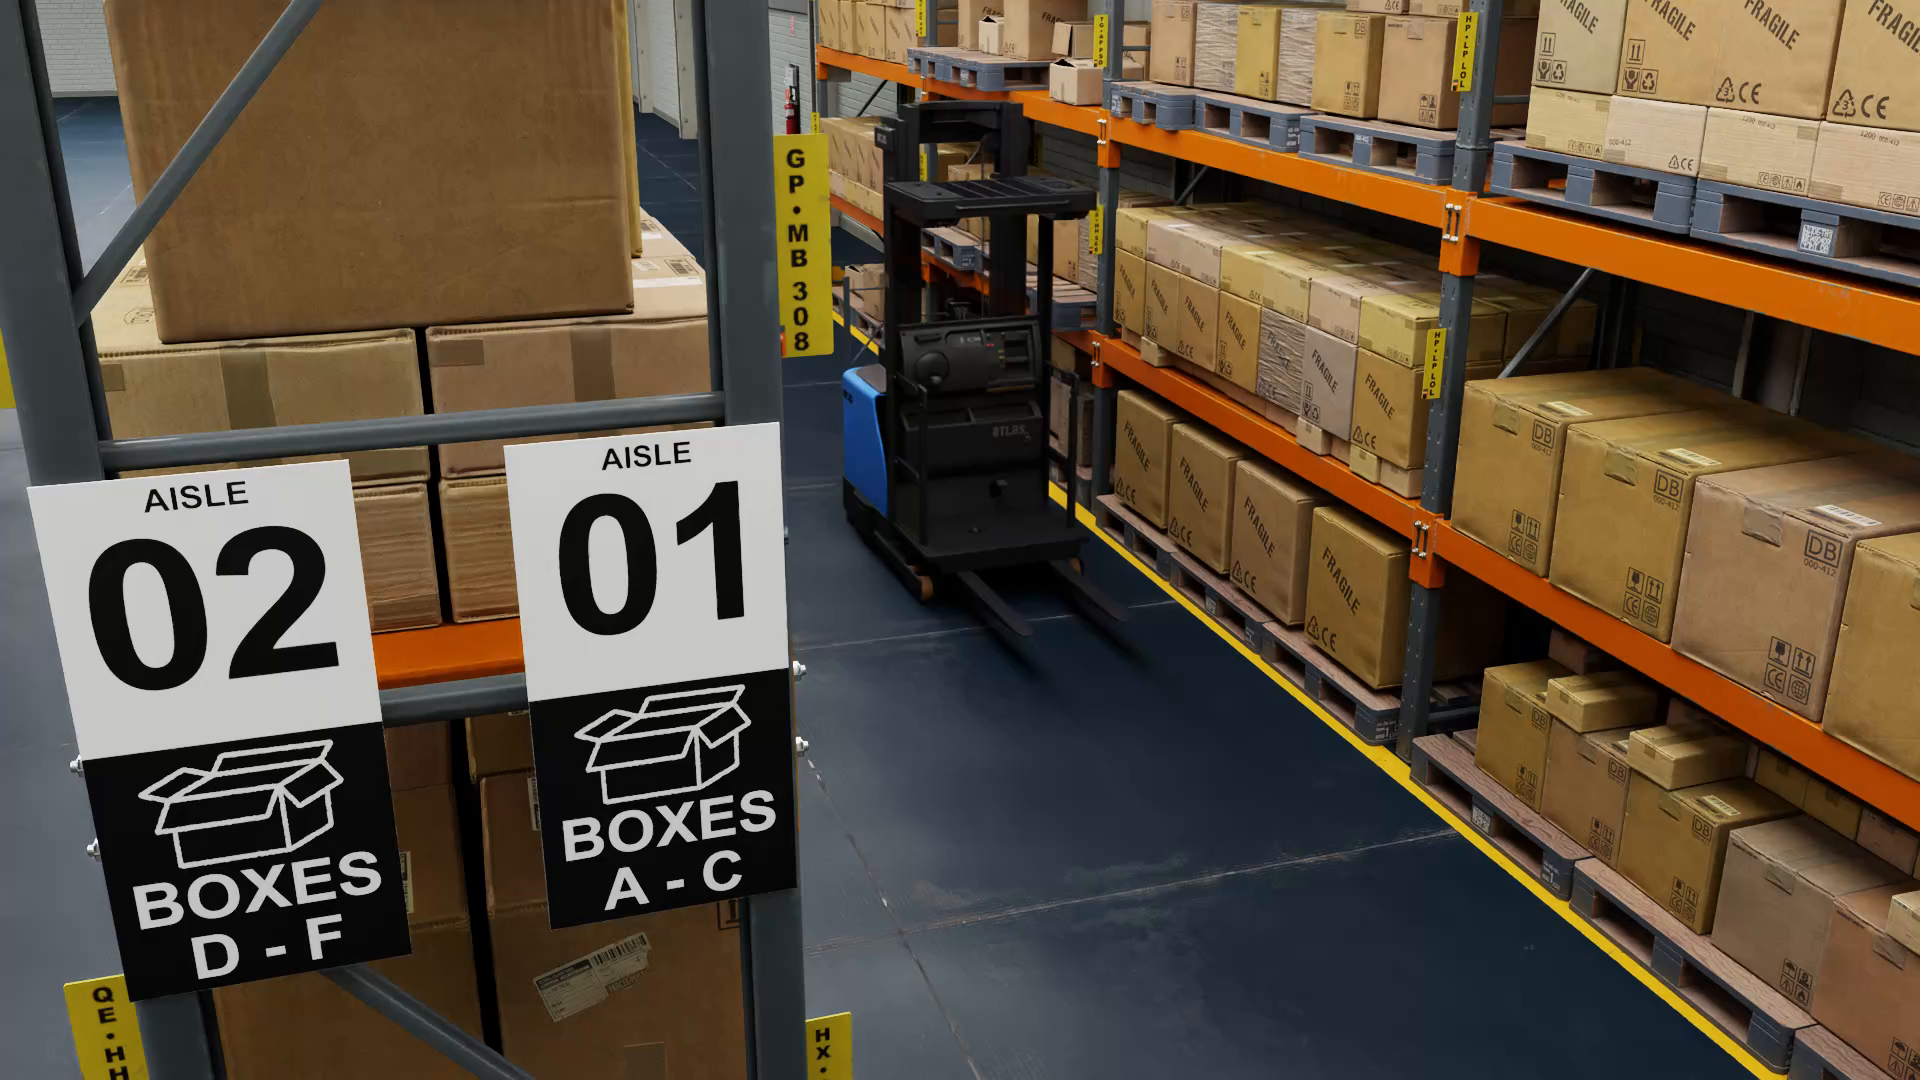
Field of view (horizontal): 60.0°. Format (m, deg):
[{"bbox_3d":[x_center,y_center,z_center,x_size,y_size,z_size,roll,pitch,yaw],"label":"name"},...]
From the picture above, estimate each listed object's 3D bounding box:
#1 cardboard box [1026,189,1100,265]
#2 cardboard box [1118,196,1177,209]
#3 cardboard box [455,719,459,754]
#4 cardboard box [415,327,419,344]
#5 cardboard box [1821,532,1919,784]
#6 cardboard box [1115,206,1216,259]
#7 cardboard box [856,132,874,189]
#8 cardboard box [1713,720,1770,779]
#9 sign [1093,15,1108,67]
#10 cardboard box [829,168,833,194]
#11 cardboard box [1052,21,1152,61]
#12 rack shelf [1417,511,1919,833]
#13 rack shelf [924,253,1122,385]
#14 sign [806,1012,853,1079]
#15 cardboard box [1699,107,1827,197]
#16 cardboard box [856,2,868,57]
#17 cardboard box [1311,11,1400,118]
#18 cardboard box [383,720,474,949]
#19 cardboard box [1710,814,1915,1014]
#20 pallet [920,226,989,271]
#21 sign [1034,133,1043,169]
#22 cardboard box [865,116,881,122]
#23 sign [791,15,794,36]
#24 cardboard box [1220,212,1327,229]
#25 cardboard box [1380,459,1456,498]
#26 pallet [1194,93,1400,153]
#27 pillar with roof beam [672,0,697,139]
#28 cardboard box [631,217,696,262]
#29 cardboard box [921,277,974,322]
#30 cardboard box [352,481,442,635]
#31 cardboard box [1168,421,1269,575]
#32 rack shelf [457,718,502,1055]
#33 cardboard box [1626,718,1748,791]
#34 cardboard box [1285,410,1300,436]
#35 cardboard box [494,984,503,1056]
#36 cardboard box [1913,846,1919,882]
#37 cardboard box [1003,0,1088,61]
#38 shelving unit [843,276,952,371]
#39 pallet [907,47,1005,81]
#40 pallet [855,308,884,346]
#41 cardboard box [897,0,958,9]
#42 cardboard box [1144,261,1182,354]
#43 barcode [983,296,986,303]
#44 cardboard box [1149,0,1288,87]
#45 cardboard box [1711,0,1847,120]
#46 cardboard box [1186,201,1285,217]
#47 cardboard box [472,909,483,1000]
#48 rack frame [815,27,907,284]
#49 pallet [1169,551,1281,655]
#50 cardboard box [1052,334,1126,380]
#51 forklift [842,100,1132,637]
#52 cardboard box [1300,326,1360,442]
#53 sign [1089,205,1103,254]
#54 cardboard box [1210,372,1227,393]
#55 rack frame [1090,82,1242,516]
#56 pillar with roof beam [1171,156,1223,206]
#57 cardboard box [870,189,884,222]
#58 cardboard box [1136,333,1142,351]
[{"bbox_3d":[0.863,-2.445,12.988,0.700,0.500,0.500,-6,21,-17],"label":"cardboard box"},{"bbox_3d":[1.296,-2.311,11.654,0.380,0.149,0.250,-9,22,-24],"label":"cardboard box"},{"bbox_3d":[-1.946,0.477,5.504,0.500,0.500,0.500,-6,21,-16],"label":"cardboard box"},{"bbox_3d":[-1.468,-0.584,3.651,0.500,0.250,0.500,-6,21,-17],"label":"cardboard box"},{"bbox_3d":[3.538,0.387,5.457,0.980,0.700,0.700,-7,21,-18],"label":"cardboard box"},{"bbox_3d":[1.340,-2.011,10.851,0.500,0.250,0.500,-6,21,-16],"label":"cardboard box"},{"bbox_3d":[-0.741,-3.827,16.717,0.500,0.500,0.500,-6,21,-16],"label":"cardboard box"},{"bbox_3d":[3.300,0.831,6.782,0.380,0.149,0.250,-6,21,-17],"label":"cardboard box"},{"bbox_3d":[0.917,-3.242,10.803,0.100,0.325,0.005,-6,21,-17],"label":"sign"},{"bbox_3d":[-1.230,-3.960,18.195,0.500,0.250,0.500,-7,21,-19],"label":"cardboard box"},{"bbox_3d":[1.114,-3.539,12.213,0.797,0.503,0.637,-3,20,-10],"label":"cardboard box"},{"bbox_3d":[3.319,0.620,6.317,1.077,0.370,4.000,-6,21,-17],"label":"rack shelf"},{"bbox_3d":[0.804,-1.947,13.464,1.077,0.370,4.000,-6,21,-17],"label":"rack shelf"},{"bbox_3d":[-0.239,0.986,2.954,0.100,0.325,0.005,-6,21,-17],"label":"sign"},{"bbox_3d":[2.972,-1.367,5.801,0.500,0.250,0.500,-7,21,-19],"label":"cardboard box"},{"bbox_3d":[-0.723,-5.033,16.378,0.500,0.500,0.500,-5,20,-14],"label":"cardboard box"},{"bbox_3d":[2.282,-2.492,8.681,0.700,0.500,0.500,-7,21,-18],"label":"cardboard box"},{"bbox_3d":[-1.314,0.658,3.521,0.500,0.500,0.500,-6,21,-16],"label":"cardboard box"},{"bbox_3d":[3.316,1.366,6.252,0.700,0.500,0.500,-7,21,-19],"label":"cardboard box"},{"bbox_3d":[0.278,-2.576,14.436,1.003,0.211,1.213,-6,21,-17],"label":"pallet"},{"bbox_3d":[0.702,-3.532,15.101,0.100,0.325,0.005,-6,21,-17],"label":"sign"},{"bbox_3d":[-0.732,-4.374,18.240,0.500,0.500,0.500,-7,21,-18],"label":"cardboard box"},{"bbox_3d":[-2.575,-7.905,25.558,0.001,0.298,0.199,-6,21,-17],"label":"sign"},{"bbox_3d":[1.981,-1.909,10.566,0.500,0.250,0.500,-7,21,-19],"label":"cardboard box"},{"bbox_3d":[2.315,-0.330,8.239,0.380,0.149,0.250,-6,21,-17],"label":"cardboard box"},{"bbox_3d":[2.040,-2.407,9.523,1.003,0.211,1.213,-5,20,-15],"label":"pallet"},{"bbox_3d":[-9.785,-12.221,32.128,9.100,9.000,0.400,-6,21,-17],"label":"pillar with roof beam"},{"bbox_3d":[-0.819,-0.479,3.358,0.500,0.250,0.500,-6,21,-17],"label":"cardboard box"},{"bbox_3d":[-0.188,-2.287,16.393,0.500,0.500,0.500,-8,21,-21],"label":"cardboard box"},{"bbox_3d":[-1.166,-0.027,2.839,0.500,0.250,0.500,-6,21,-17],"label":"cardboard box"},{"bbox_3d":[1.809,-0.298,10.368,0.750,0.750,0.750,-6,21,-17],"label":"cardboard box"},{"bbox_3d":[-1.383,1.148,4.848,1.077,0.370,4.000,-6,21,-17],"label":"rack shelf"},{"bbox_3d":[2.927,0.861,6.699,0.380,0.149,0.250,-7,21,-19],"label":"cardboard box"},{"bbox_3d":[2.022,-0.660,9.159,0.380,0.149,0.250,-6,21,-17],"label":"cardboard box"},{"bbox_3d":[-0.810,1.068,3.856,0.500,0.500,0.500,-7,21,-18],"label":"cardboard box"},{"bbox_3d":[3.623,1.159,5.870,0.380,0.149,0.250,-6,21,-17],"label":"cardboard box"},{"bbox_3d":[0.659,-4.004,12.921,0.500,0.500,0.500,-7,21,-19],"label":"cardboard box"},{"bbox_3d":[-0.468,-1.138,12.366,0.538,1.500,1.048,-7,21,-19],"label":"shelving unit"},{"bbox_3d":[0.269,-4.041,14.071,1.213,0.211,1.003,-6,21,-17],"label":"pallet"},{"bbox_3d":[-0.456,-2.219,17.282,1.003,0.211,1.213,-6,21,-17],"label":"pallet"},{"bbox_3d":[-0.239,-4.998,14.800,0.500,0.500,0.500,-8,21,-22],"label":"cardboard box"},{"bbox_3d":[1.499,-1.488,10.505,0.500,0.500,0.500,-6,21,-15],"label":"cardboard box"},{"bbox_3d":[0.234,-2.307,15.977,0.001,0.075,0.075,-6,21,-17],"label":"barcode"},{"bbox_3d":[1.637,-3.163,10.549,0.700,0.500,0.500,-8,21,-21],"label":"cardboard box"},{"bbox_3d":[2.976,-1.718,5.669,0.500,0.500,0.500,-6,21,-17],"label":"cardboard box"},{"bbox_3d":[1.822,-2.075,11.030,0.500,0.250,0.500,-6,21,-16],"label":"cardboard box"},{"bbox_3d":[-1.319,1.123,3.705,0.500,0.500,0.500,-6,21,-17],"label":"cardboard box"},{"bbox_3d":[-1.081,-4.211,18.703,1.000,3.000,0.127,-6,21,-17],"label":"rack frame"},{"bbox_3d":[1.989,0.320,10.212,1.003,0.211,1.213,-6,21,-17],"label":"pallet"},{"bbox_3d":[1.038,-1.442,12.933,0.500,0.250,0.500,-6,21,-16],"label":"cardboard box"},{"bbox_3d":[0.148,-1.153,10.292,1.130,2.935,3.031,-7,21,-19],"label":"forklift"},{"bbox_3d":[2.136,-0.841,8.702,0.500,0.500,0.500,-6,21,-17],"label":"cardboard box"},{"bbox_3d":[0.921,-2.091,11.204,0.100,0.325,0.005,-6,21,-17],"label":"sign"},{"bbox_3d":[1.748,-0.995,10.091,0.380,0.149,0.250,-6,21,-16],"label":"cardboard box"},{"bbox_3d":[1.433,-1.644,11.556,1.000,3.000,0.127,-6,21,-17],"label":"rack frame"},{"bbox_3d":[-2.241,-4.519,10.685,9.100,9.000,0.400,-6,21,-17],"label":"pillar with roof beam"},{"bbox_3d":[-0.582,-3.307,16.377,0.500,0.250,0.500,-7,21,-18],"label":"cardboard box"},{"bbox_3d":[1.388,-1.323,11.004,0.380,0.149,0.250,-6,21,-16],"label":"cardboard box"}]
